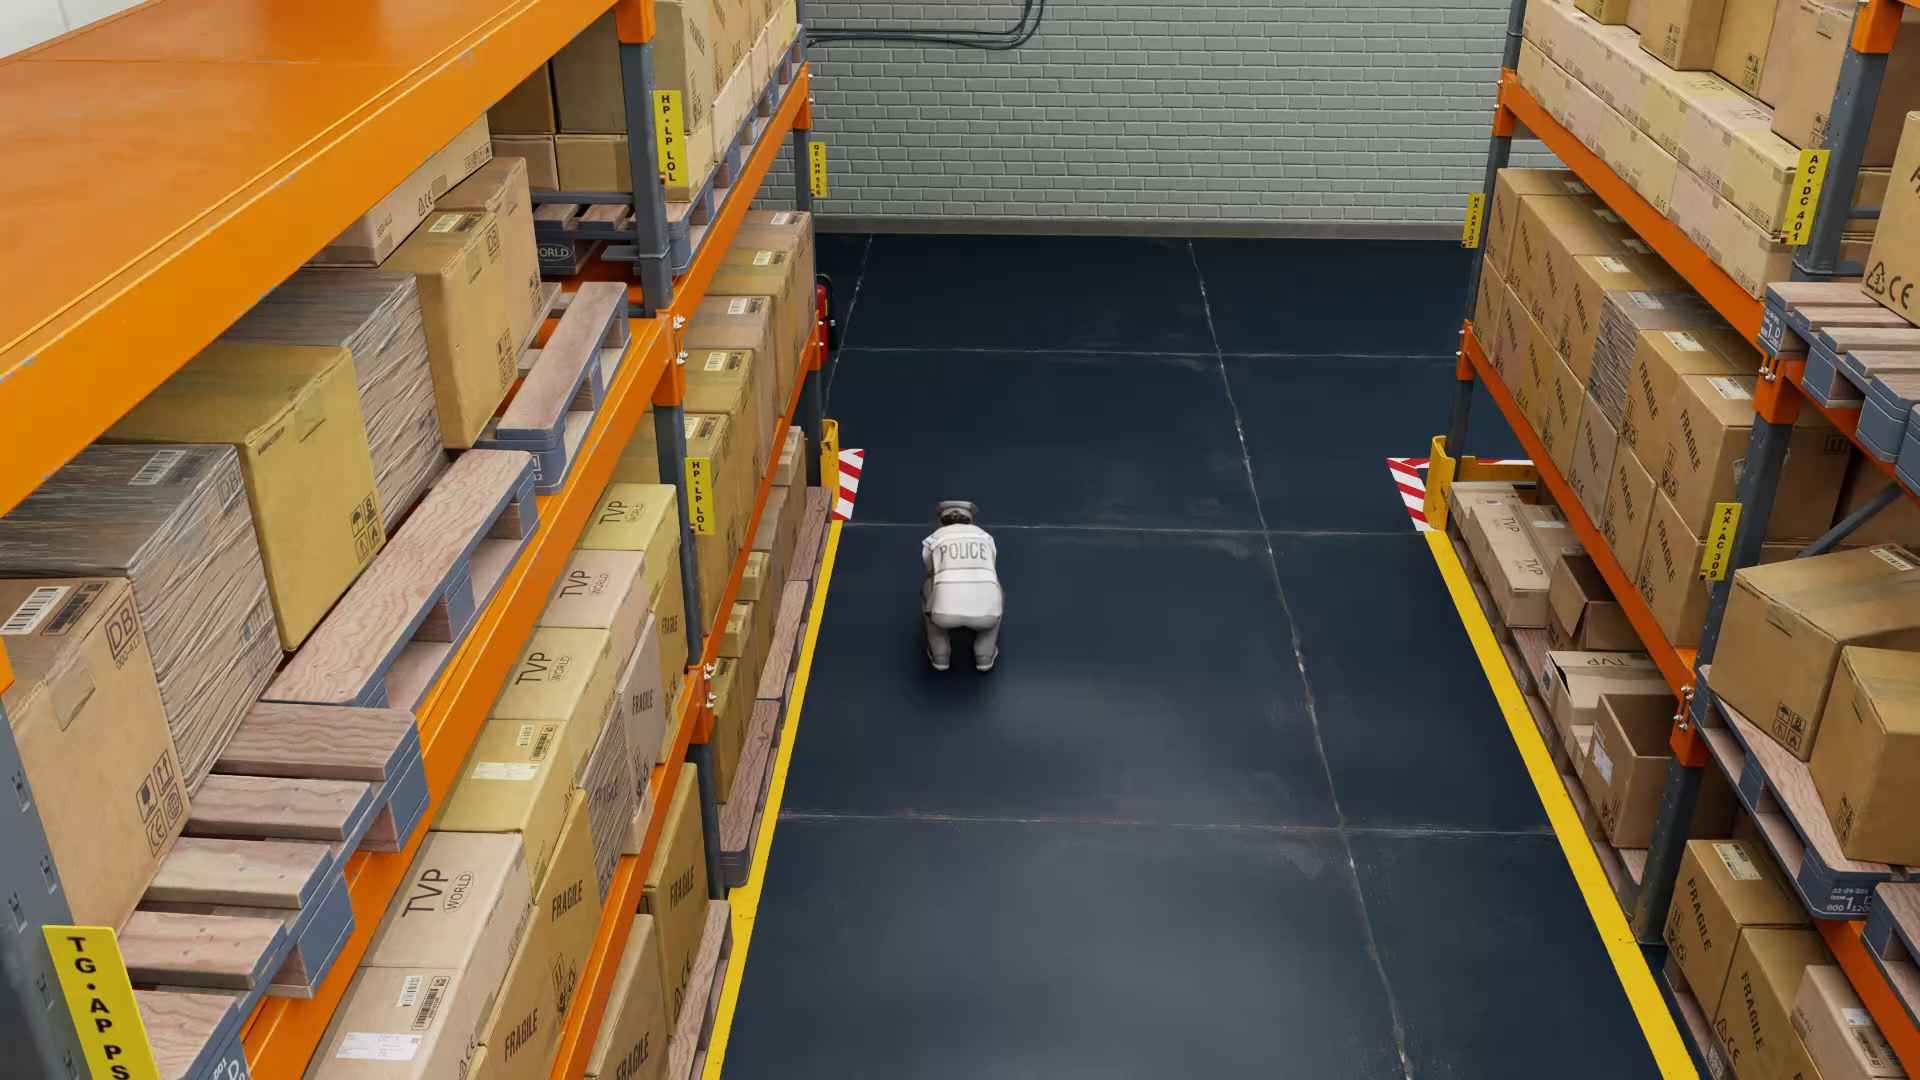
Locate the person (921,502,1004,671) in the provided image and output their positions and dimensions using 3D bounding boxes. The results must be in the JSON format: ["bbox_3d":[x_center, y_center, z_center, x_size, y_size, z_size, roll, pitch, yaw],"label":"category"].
[{"bbox_3d":[0.013,0.264,9.165,0.458,0.756,0.953,0,28,0],"label":"person"}]
